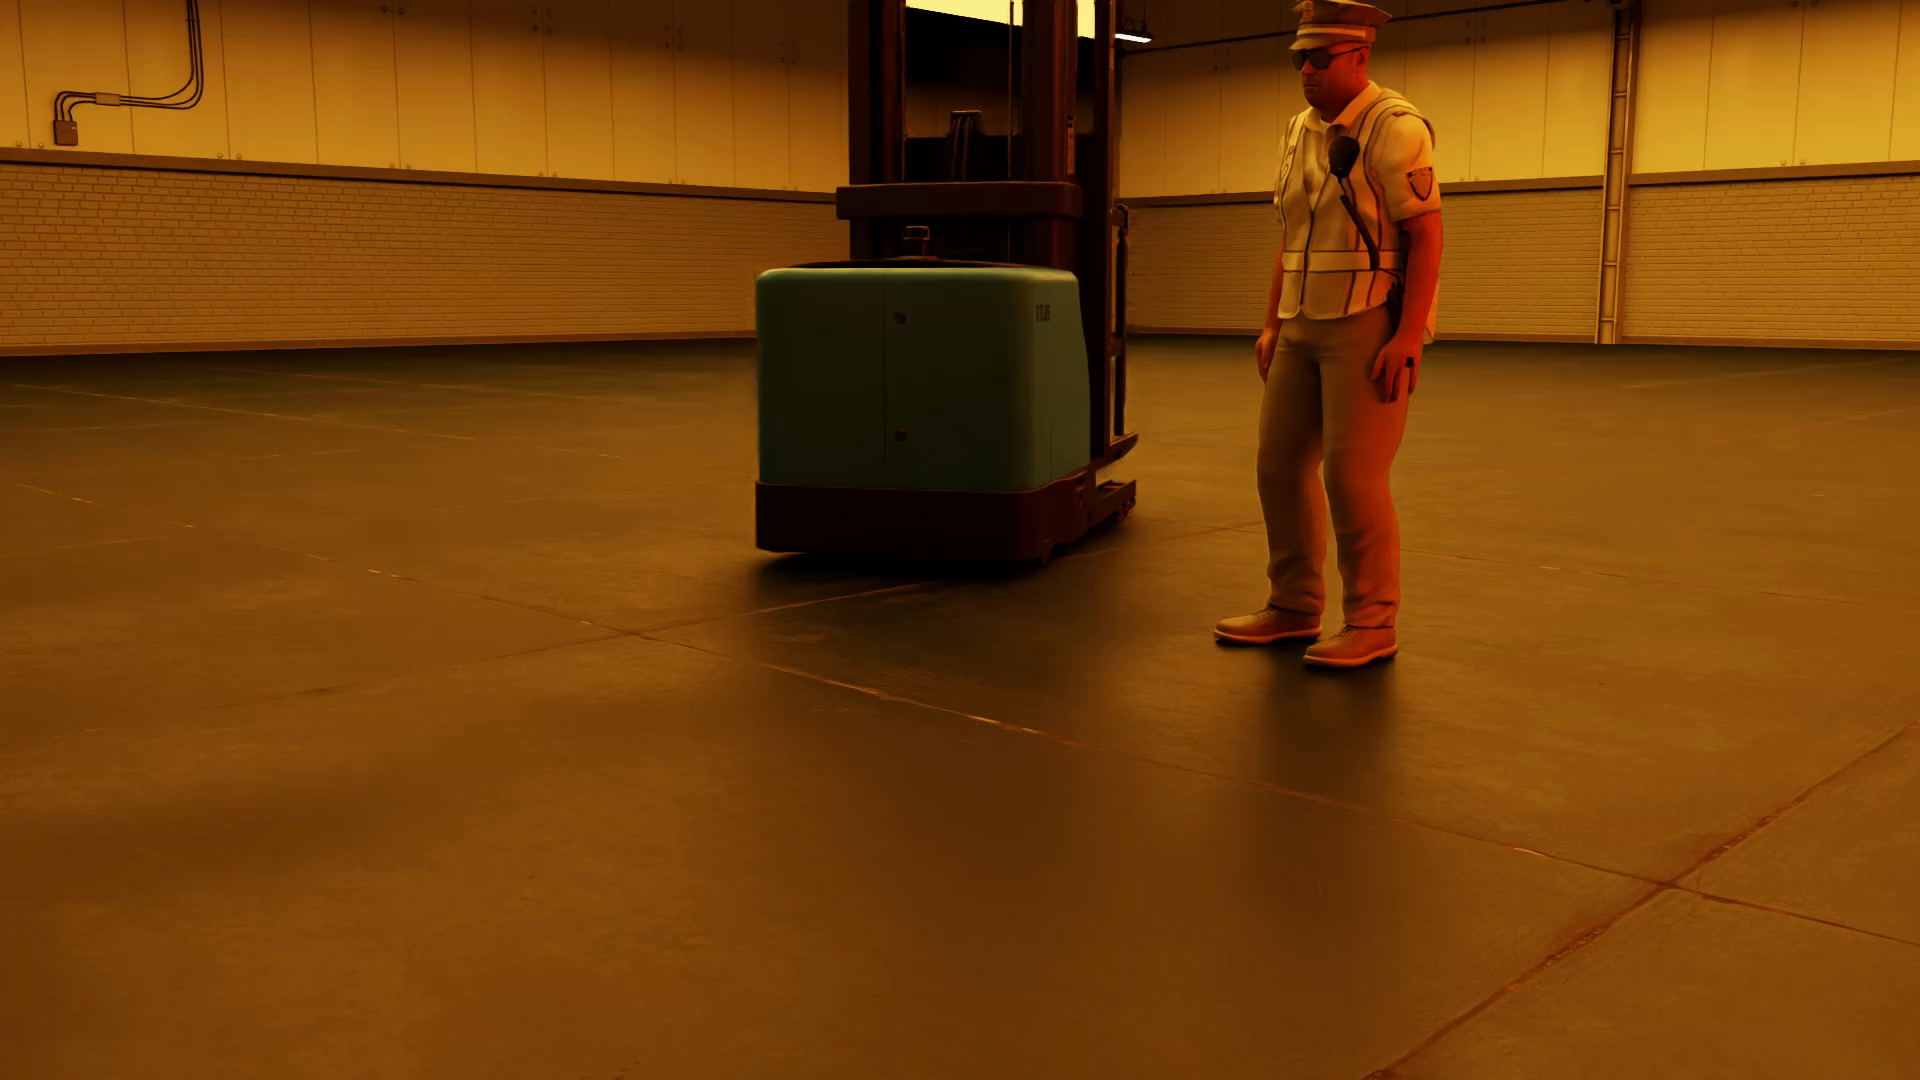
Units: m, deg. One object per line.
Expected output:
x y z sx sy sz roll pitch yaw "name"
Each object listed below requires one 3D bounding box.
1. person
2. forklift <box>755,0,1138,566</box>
1.043 -0.554 4.524 0.439 1.746 0.592 -5 10 -29 "person"
0.158 -1.538 7.090 1.130 2.935 3.031 2 9 16 "forklift"
